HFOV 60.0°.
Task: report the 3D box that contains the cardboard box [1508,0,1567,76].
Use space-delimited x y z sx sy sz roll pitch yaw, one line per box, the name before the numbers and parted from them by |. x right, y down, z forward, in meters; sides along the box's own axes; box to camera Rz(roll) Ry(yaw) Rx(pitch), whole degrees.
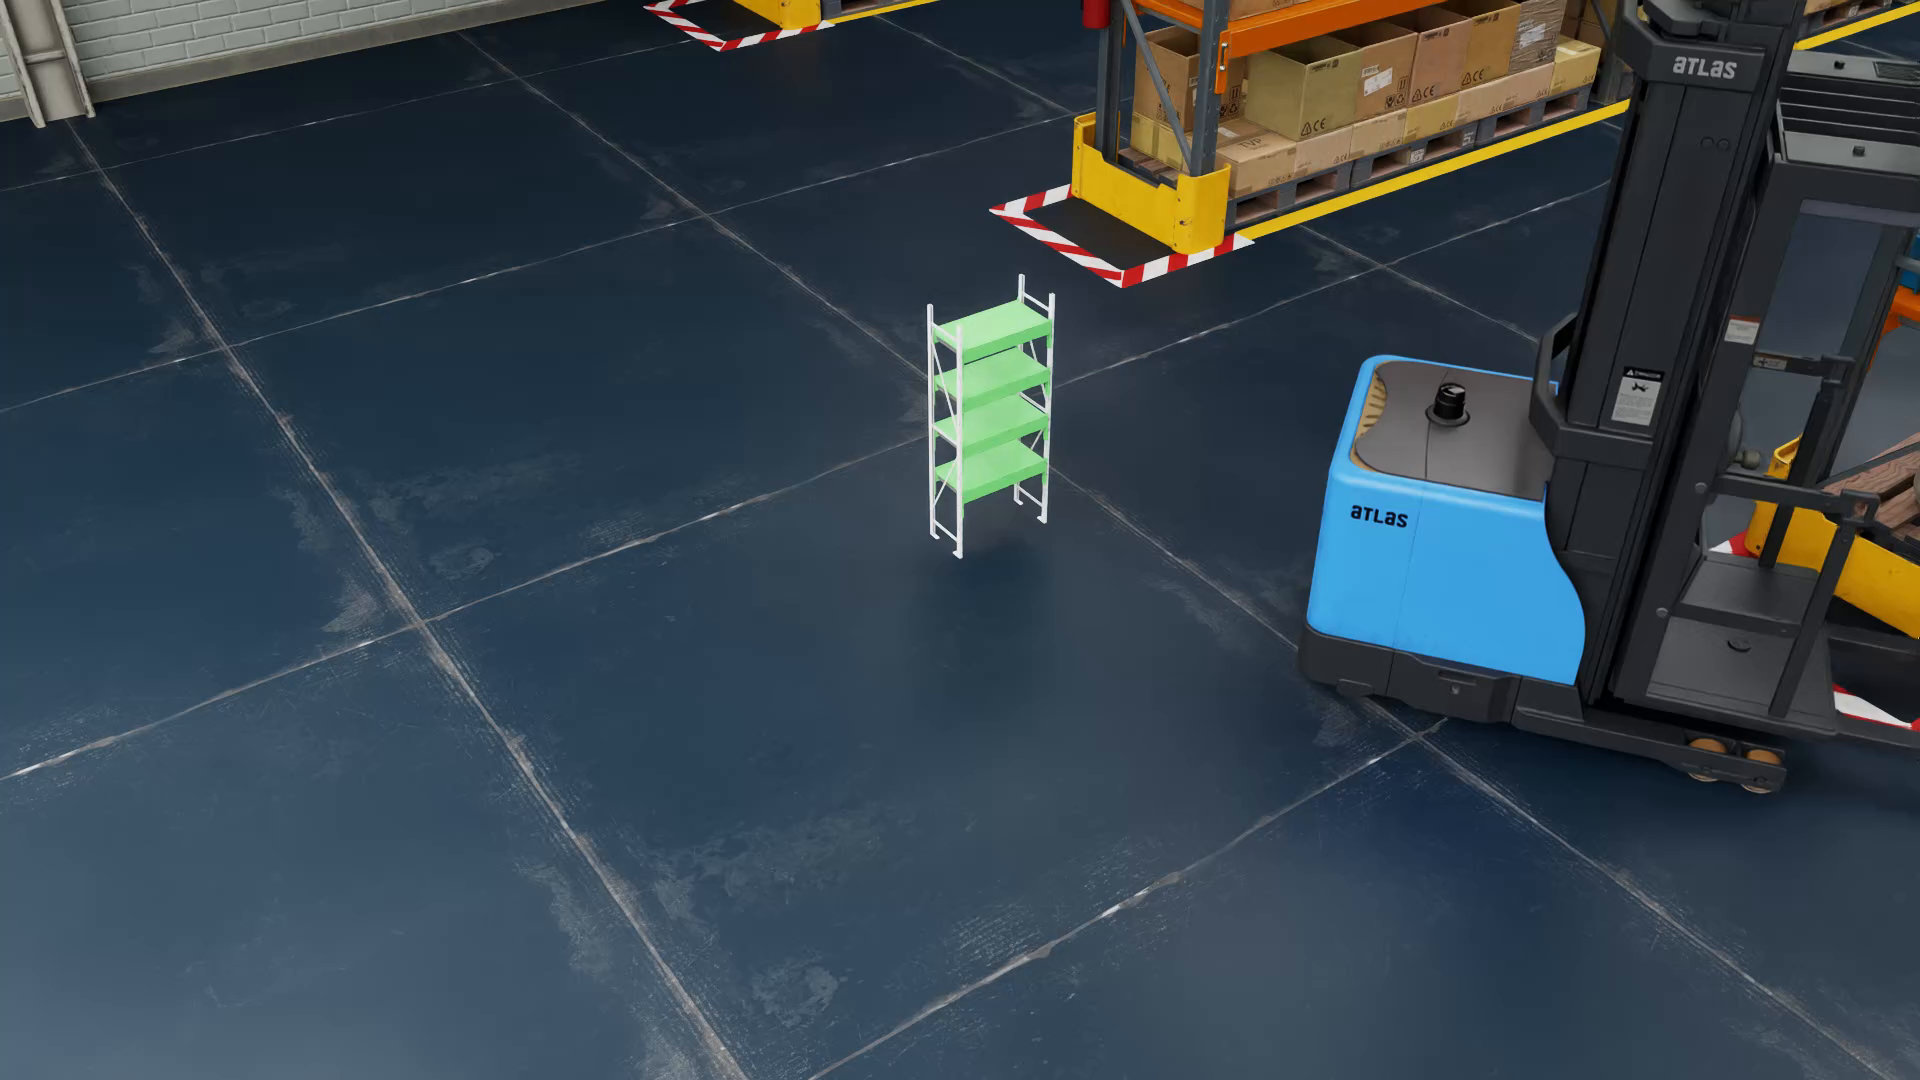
cardboard box | 3.803 -3.574 11.503 0.500 0.500 0.500 -22 41 -28

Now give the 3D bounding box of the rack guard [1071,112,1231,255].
rack guard | 1.182 -2.270 10.478 0.348 0.500 1.175 -22 41 -28

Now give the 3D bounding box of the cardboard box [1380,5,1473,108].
cardboard box | 2.996 -3.229 11.023 0.500 0.500 0.500 -22 41 -28

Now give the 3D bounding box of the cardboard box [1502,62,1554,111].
cardboard box | 3.804 -3.269 11.721 0.500 0.250 0.500 -22 41 -28

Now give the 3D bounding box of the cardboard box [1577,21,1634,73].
cardboard box | 4.944 -3.710 12.334 0.500 0.250 0.500 -23 42 -29

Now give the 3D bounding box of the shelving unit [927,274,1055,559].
shelving unit | 0.135 -0.543 7.477 0.503 1.200 0.258 -22 41 -28

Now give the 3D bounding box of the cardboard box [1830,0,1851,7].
cardboard box | 7.032 -4.569 13.530 0.500 0.250 0.500 -23 42 -28

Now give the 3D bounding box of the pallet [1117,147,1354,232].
pallet | 1.803 -2.438 10.959 1.213 0.211 1.003 -22 41 -28

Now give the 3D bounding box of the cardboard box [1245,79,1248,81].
cardboard box | 2.280 -3.011 11.363 0.500 0.250 0.500 -22 41 -28

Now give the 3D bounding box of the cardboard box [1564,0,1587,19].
cardboard box | 4.638 -4.193 12.526 0.500 0.311 0.500 -22 41 -28

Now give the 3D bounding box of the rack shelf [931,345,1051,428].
rack shelf | 0.135 -0.686 7.374 0.480 0.148 0.258 -22 41 -28

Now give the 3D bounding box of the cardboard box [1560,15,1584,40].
cardboard box | 4.644 -3.970 12.697 0.500 0.250 0.500 -23 42 -28

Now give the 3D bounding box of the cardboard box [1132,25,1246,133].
cardboard box | 1.469 -2.974 10.669 0.500 0.500 0.500 -22 41 -28

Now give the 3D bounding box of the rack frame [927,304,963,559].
rack frame | -0.064 -0.461 7.363 0.015 1.200 0.240 -22 41 -28

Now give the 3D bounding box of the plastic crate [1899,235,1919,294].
plastic crate | 4.289 -1.178 6.947 0.616 0.251 0.499 -22 41 -28

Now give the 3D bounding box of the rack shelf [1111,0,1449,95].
rack shelf | 2.837 -3.673 10.905 4.000 0.370 1.077 -22 41 -28

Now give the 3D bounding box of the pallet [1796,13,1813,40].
pallet | 6.049 -4.185 13.389 1.213 0.211 1.003 -22 41 -28

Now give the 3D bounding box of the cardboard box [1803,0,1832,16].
cardboard box | 6.620 -4.402 13.296 0.500 0.250 0.500 -21 41 -27

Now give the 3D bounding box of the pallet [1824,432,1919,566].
pallet | 4.755 -0.114 7.728 1.213 0.211 1.003 -22 41 -28

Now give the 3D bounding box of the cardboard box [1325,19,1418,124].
cardboard box | 2.577 -3.069 10.801 0.500 0.500 0.500 -22 41 -28

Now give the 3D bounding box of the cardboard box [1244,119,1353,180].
cardboard box | 2.175 -2.591 10.779 0.500 0.250 0.500 -22 41 -28

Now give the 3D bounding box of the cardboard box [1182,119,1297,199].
cardboard box | 1.769 -2.421 10.543 0.500 0.250 0.500 -22 41 -28

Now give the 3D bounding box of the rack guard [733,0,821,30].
rack guard | -1.593 -4.666 13.810 0.348 0.500 1.175 -22 41 -28

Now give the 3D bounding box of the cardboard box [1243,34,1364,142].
cardboard box | 2.176 -2.895 10.559 0.500 0.500 0.500 -22 41 -28

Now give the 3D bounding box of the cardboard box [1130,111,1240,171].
cardboard box | 1.470 -2.668 10.886 0.500 0.250 0.500 -22 41 -28

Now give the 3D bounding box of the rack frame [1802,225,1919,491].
rack frame | 4.052 -0.927 6.471 0.127 3.000 1.000 -22 41 -28

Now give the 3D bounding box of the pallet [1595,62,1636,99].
pallet | 5.051 -3.773 12.815 1.213 0.211 1.003 -22 41 -28

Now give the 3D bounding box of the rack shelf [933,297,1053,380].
rack shelf | 0.135 -0.881 7.234 0.480 0.148 0.258 -22 41 -28

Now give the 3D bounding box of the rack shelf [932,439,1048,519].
rack shelf | 0.135 -0.296 7.655 0.480 0.148 0.258 -22 41 -28

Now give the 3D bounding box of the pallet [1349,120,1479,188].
pallet | 2.799 -2.846 11.526 1.213 0.211 1.003 -22 41 -28

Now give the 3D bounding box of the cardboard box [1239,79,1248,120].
cardboard box | 1.872 -2.842 11.128 0.500 0.250 0.500 -22 41 -28

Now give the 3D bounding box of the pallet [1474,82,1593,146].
pallet | 3.797 -3.259 12.100 1.213 0.211 1.003 -22 41 -28

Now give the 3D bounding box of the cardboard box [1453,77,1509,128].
cardboard box | 3.404 -3.093 11.477 0.500 0.250 0.500 -22 41 -28

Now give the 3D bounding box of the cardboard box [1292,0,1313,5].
cardboard box | 2.017 -3.663 10.189 0.500 0.500 0.700 -21 41 -27

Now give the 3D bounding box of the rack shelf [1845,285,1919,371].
rack shelf | 5.687 -1.308 7.616 4.000 0.370 1.077 -22 41 -28

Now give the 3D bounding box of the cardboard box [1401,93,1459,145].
cardboard box | 2.996 -2.925 11.243 0.500 0.250 0.500 -22 41 -28

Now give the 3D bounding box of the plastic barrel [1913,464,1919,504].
plastic barrel | 4.546 -0.346 7.433 0.421 0.512 0.421 0 36 0

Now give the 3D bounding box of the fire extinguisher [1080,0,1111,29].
fire extinguisher | 0.838 -3.443 10.035 0.183 0.674 0.296 -22 41 -28

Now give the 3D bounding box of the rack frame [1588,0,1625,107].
rack frame | 4.472 -4.638 11.630 0.127 3.000 1.000 -22 41 -28

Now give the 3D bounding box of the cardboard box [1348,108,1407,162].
cardboard box | 2.584 -2.759 11.013 0.500 0.250 0.500 -22 41 -28

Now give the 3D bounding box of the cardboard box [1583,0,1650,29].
cardboard box | 4.953 -3.940 12.174 0.500 0.311 0.500 -22 41 -28

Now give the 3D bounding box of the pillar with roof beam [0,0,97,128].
pillar with roof beam | -4.005 -4.667 6.532 0.400 9.000 9.100 -22 41 -28

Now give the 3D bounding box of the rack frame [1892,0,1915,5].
rack frame | 7.741 -5.984 13.501 0.127 3.000 1.000 -22 41 -28

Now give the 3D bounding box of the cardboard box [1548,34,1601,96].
cardboard box | 4.218 -3.432 11.948 0.500 0.250 0.500 -22 41 -28

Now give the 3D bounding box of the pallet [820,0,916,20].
pallet | -0.908 -4.806 14.251 1.213 0.211 1.003 -22 41 -28

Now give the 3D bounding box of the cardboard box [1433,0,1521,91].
cardboard box | 3.397 -3.404 11.267 0.500 0.500 0.500 -22 41 -28

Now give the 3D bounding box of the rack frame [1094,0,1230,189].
rack frame | 1.202 -3.293 9.759 0.127 3.000 1.000 -22 41 -28

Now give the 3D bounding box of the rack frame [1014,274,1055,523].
rack frame | 0.335 -0.625 7.591 0.015 1.200 0.240 -22 41 -28

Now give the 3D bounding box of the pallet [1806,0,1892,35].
pallet | 7.046 -4.593 13.956 1.213 0.211 1.003 -22 41 -28

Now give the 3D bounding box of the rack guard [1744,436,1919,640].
rack guard | 4.087 0.039 7.267 0.348 0.500 1.175 -22 41 -28

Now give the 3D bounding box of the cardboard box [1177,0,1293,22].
cardboard box | 1.591 -3.484 9.940 0.500 0.500 0.700 -22 41 -28

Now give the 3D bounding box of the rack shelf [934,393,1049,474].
rack shelf | 0.135 -0.491 7.514 0.480 0.148 0.258 -22 41 -28

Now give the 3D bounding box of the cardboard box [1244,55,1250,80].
cardboard box | 2.278 -3.317 11.146 0.500 0.500 0.500 -22 41 -28

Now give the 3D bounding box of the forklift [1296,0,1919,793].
forklift | 2.970 -0.568 6.029 3.031 2.935 1.130 12 37 16
